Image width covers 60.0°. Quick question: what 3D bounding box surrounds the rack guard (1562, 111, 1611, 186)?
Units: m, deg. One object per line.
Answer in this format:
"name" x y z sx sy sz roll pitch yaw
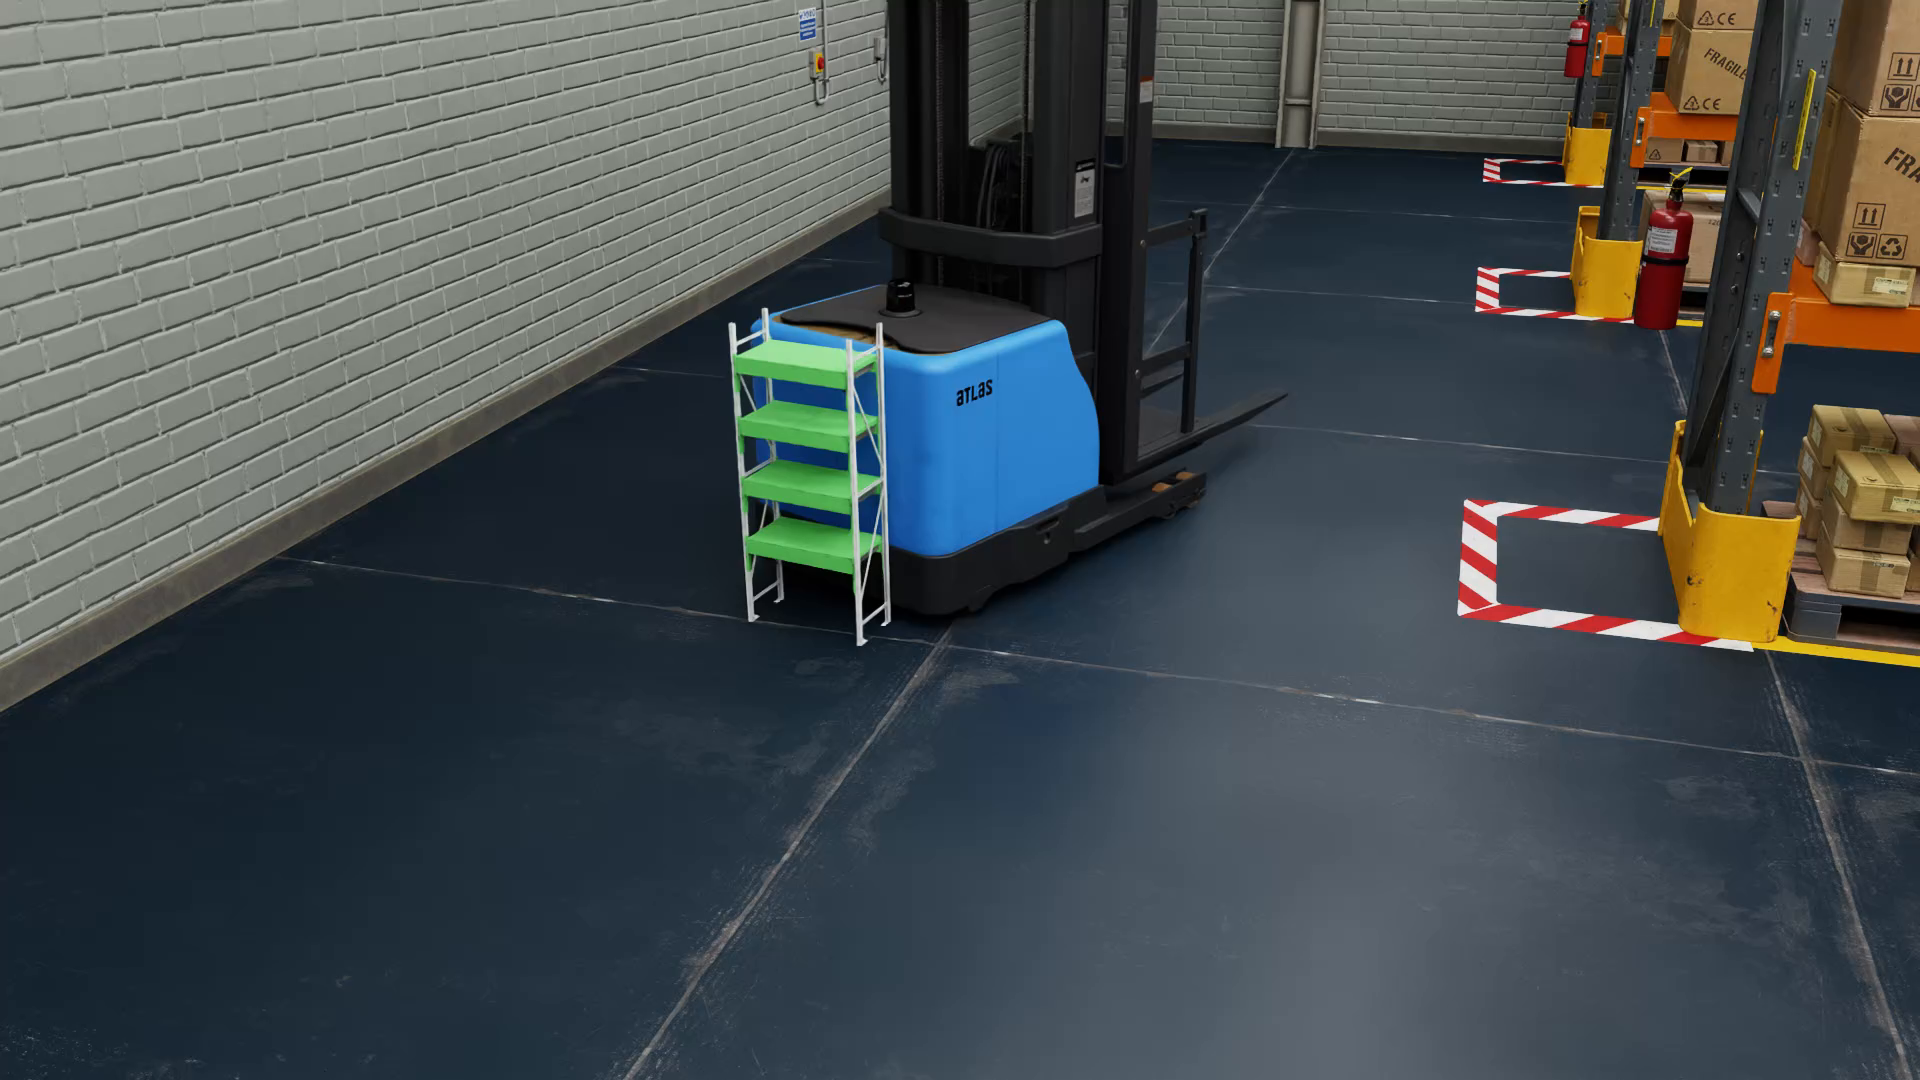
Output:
"rack guard" 5.869 -3.678 15.577 0.348 0.500 1.175 7 23 16

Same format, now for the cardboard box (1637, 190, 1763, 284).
"cardboard box" 5.026 -2.011 11.044 0.875 0.438 0.875 6 23 14

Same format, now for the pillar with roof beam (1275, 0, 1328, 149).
"pillar with roof beam" 2.231 -6.677 11.690 0.400 9.000 9.100 7 23 16

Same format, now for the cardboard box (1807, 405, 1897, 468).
"cardboard box" 3.613 -0.414 6.745 0.250 0.149 0.380 7 23 16

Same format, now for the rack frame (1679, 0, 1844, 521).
"rack frame" 3.033 -1.229 6.314 0.127 3.000 1.000 7 23 16

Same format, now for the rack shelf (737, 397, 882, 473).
"rack shelf" -0.555 -0.393 6.177 0.480 0.148 0.258 11 26 24

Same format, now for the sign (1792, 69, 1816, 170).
"sign" 2.876 -1.432 5.669 0.005 0.325 0.100 7 23 16

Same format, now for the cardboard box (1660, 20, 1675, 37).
"cardboard box" 6.288 -4.579 14.813 0.250 0.149 0.380 7 23 17

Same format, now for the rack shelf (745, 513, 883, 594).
"rack shelf" -0.550 0.047 6.367 0.480 0.148 0.258 11 26 24

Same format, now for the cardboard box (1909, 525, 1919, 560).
"cardboard box" 3.706 -0.041 6.228 0.250 0.149 0.380 6 23 15

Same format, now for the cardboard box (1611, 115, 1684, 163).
"cardboard box" 6.354 -3.780 15.269 0.637 0.503 0.797 6 23 13

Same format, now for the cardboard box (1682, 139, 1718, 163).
"cardboard box" 6.750 -3.556 15.189 0.250 0.149 0.380 6 23 13

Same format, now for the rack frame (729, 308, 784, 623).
"rack frame" -0.771 -0.273 6.347 0.015 1.200 0.240 11 26 24

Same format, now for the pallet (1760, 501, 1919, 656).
"pallet" 3.873 0.171 6.574 1.213 0.211 1.003 7 23 16

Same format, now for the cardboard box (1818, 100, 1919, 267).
"cardboard box" 3.383 -1.263 5.874 0.500 0.500 0.500 8 24 18

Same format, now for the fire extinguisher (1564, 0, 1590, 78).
"fire extinguisher" 5.522 -4.482 14.838 0.183 0.674 0.296 7 23 16

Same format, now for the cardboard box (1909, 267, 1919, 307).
"cardboard box" 3.504 -0.945 5.953 0.250 0.149 0.380 7 23 17

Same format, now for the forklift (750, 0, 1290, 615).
"forklift" 0.477 -1.554 7.196 1.130 2.935 3.031 17 28 36

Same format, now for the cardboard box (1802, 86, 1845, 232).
"cardboard box" 3.537 -1.457 6.346 0.500 0.500 0.500 7 23 17

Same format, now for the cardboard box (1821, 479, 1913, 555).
"cardboard box" 3.460 -0.091 6.351 0.250 0.149 0.380 8 23 18

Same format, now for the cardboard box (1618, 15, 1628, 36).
"cardboard box" 6.031 -4.590 14.840 0.250 0.149 0.380 6 23 15

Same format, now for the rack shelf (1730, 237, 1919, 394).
"rack shelf" 4.947 -0.677 5.916 4.000 0.370 1.077 7 23 16

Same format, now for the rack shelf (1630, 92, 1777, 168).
"rack shelf" 6.280 -2.487 10.327 4.000 0.370 1.077 7 23 16

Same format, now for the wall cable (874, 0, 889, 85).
"wall cable" -0.641 -4.635 13.278 0.122 1.984 0.588 7 23 16

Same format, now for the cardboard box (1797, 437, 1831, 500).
"cardboard box" 3.620 -0.288 6.830 0.250 0.149 0.380 6 23 14

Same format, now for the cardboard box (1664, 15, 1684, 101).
"cardboard box" 4.904 -3.128 10.812 0.500 0.500 0.500 7 23 16

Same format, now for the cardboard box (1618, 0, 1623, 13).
"cardboard box" 6.313 -4.957 15.207 0.500 0.250 0.500 7 23 17

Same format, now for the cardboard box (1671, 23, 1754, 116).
"cardboard box" 4.742 -2.928 10.324 0.500 0.500 0.500 6 23 15

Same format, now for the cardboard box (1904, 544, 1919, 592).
"cardboard box" 3.716 0.068 6.354 0.250 0.149 0.380 6 23 15

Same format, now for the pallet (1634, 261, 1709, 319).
"pallet" 5.154 -1.689 11.110 1.213 0.211 1.003 7 23 16

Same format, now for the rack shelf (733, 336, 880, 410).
"rack shelf" -0.557 -0.614 6.081 0.480 0.148 0.258 11 26 24

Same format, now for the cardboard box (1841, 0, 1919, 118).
"cardboard box" 3.386 -1.730 5.693 0.500 0.500 0.500 6 23 15

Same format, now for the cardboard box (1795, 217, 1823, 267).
"cardboard box" 3.426 -1.180 6.525 0.250 0.149 0.380 7 23 16

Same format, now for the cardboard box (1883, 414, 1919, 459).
"cardboard box" 3.837 -0.365 6.627 0.250 0.149 0.380 7 23 17

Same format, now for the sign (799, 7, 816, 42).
"sign" -1.112 -3.762 12.134 0.001 0.218 0.327 7 23 16

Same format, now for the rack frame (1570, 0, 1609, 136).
"rack frame" 5.796 -4.842 15.123 0.127 3.000 1.000 7 23 16

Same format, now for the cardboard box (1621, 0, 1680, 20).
"cardboard box" 6.152 -4.763 14.735 0.500 0.250 0.500 7 23 16

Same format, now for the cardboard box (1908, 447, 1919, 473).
"cardboard box" 3.735 -0.212 6.254 0.250 0.149 0.380 7 23 16

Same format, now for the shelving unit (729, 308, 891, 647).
"shelving unit" -0.553 -0.232 6.246 0.503 1.200 0.258 11 26 24

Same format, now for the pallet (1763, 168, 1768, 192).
"pallet" 7.796 -3.322 15.092 1.213 0.211 1.003 7 23 16

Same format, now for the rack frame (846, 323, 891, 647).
"rack frame" -0.335 -0.190 6.145 0.015 1.200 0.240 11 26 24

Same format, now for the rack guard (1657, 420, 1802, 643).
"rack guard" 3.105 -0.064 6.768 0.348 0.500 1.175 7 23 16

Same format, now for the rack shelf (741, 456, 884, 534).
"rack shelf" -0.553 -0.173 6.272 0.480 0.148 0.258 11 26 24

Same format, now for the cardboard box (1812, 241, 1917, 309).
"cardboard box" 3.248 -0.958 5.984 0.250 0.149 0.380 6 23 15

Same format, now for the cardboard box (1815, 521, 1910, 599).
"cardboard box" 3.442 0.069 6.351 0.250 0.149 0.380 7 23 17

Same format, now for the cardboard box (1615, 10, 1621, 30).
"cardboard box" 6.191 -4.787 15.320 0.250 0.149 0.380 6 23 15

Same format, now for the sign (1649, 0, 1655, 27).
"sign" 4.200 -3.275 10.056 0.005 0.325 0.100 7 23 16

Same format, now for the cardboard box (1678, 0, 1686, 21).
"cardboard box" 4.896 -3.581 10.599 0.500 0.500 0.500 7 23 17

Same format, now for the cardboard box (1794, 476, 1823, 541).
"cardboard box" 3.597 -0.122 6.819 0.250 0.149 0.380 7 23 16

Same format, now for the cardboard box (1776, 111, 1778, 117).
"cardboard box" 5.235 -2.883 10.213 0.500 0.500 0.500 6 23 15

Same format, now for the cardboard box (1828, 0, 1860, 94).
"cardboard box" 3.543 -1.916 6.147 0.500 0.500 0.500 6 23 14

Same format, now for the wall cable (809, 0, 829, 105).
"wall cable" -1.039 -4.133 12.013 0.123 1.953 0.585 7 23 16

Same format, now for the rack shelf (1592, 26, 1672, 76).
"rack shelf" 7.711 -4.290 14.725 4.000 0.370 1.077 7 23 16

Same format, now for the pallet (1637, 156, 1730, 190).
"pallet" 6.632 -3.457 15.420 1.213 0.211 1.003 7 23 16

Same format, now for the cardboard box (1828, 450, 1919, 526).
"cardboard box" 3.436 -0.199 6.221 0.250 0.149 0.380 5 23 13

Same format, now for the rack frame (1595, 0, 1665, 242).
"rack frame" 4.366 -3.039 10.725 0.127 3.000 1.000 7 23 16

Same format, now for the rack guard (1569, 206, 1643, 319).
"rack guard" 4.343 -1.885 11.206 0.348 0.500 1.175 7 23 16

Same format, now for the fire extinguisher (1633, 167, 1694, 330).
"fire extinguisher" 2.925 -1.216 6.875 0.183 0.674 0.296 7 23 16

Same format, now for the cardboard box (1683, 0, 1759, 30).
"cardboard box" 4.743 -3.391 10.136 0.500 0.500 0.500 6 23 14

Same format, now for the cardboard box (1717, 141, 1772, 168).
"cardboard box" 7.161 -3.671 15.007 0.500 0.500 0.700 8 23 18
